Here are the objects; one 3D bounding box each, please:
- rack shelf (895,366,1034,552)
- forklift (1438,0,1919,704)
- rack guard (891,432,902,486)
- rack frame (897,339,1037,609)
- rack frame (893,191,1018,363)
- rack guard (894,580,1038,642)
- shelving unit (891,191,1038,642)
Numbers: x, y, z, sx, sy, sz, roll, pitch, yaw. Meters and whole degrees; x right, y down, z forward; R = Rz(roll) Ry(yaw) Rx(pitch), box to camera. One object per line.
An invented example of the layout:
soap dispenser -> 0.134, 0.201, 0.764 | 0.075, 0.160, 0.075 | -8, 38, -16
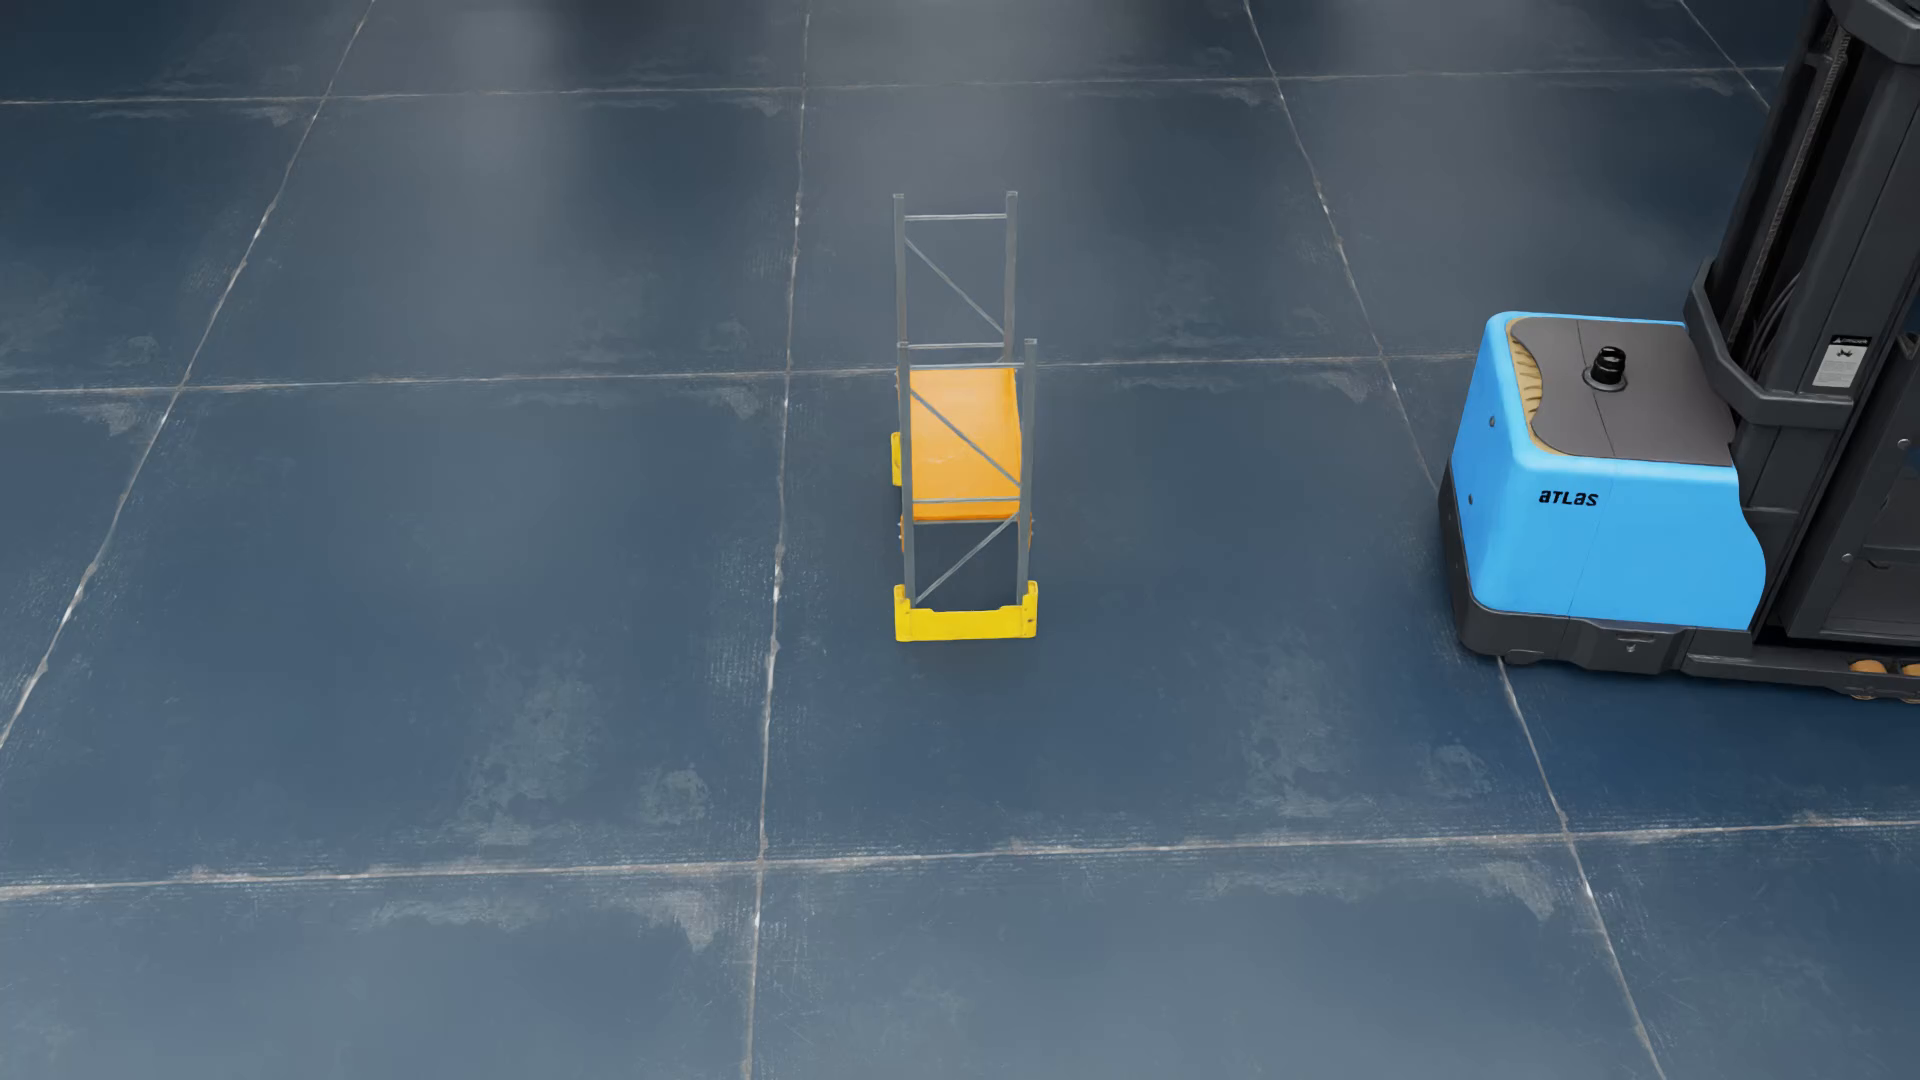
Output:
rack shelf -> 0.004, -0.363, 6.952 | 0.538, 0.185, 1.000 | -2, 43, -2
forklift -> 3.608, -0.805, 6.108 | 3.031, 2.935, 1.130 | 4, 43, 5
rack guard -> -0.018, -0.377, 7.626 | 0.587, 0.250, 0.087 | -2, 43, -2
rack frame -> 0.025, -0.152, 6.456 | 0.500, 1.500, 0.032 | -2, 43, -2
rack frame -> -0.018, -0.838, 7.204 | 0.500, 1.500, 0.032 | -2, 43, -2
rack guard -> 0.024, 0.296, 6.892 | 0.587, 0.250, 0.087 | -2, 43, -2
shelving unit -> 0.003, -0.501, 6.837 | 0.587, 1.500, 1.083 | -2, 43, -2
